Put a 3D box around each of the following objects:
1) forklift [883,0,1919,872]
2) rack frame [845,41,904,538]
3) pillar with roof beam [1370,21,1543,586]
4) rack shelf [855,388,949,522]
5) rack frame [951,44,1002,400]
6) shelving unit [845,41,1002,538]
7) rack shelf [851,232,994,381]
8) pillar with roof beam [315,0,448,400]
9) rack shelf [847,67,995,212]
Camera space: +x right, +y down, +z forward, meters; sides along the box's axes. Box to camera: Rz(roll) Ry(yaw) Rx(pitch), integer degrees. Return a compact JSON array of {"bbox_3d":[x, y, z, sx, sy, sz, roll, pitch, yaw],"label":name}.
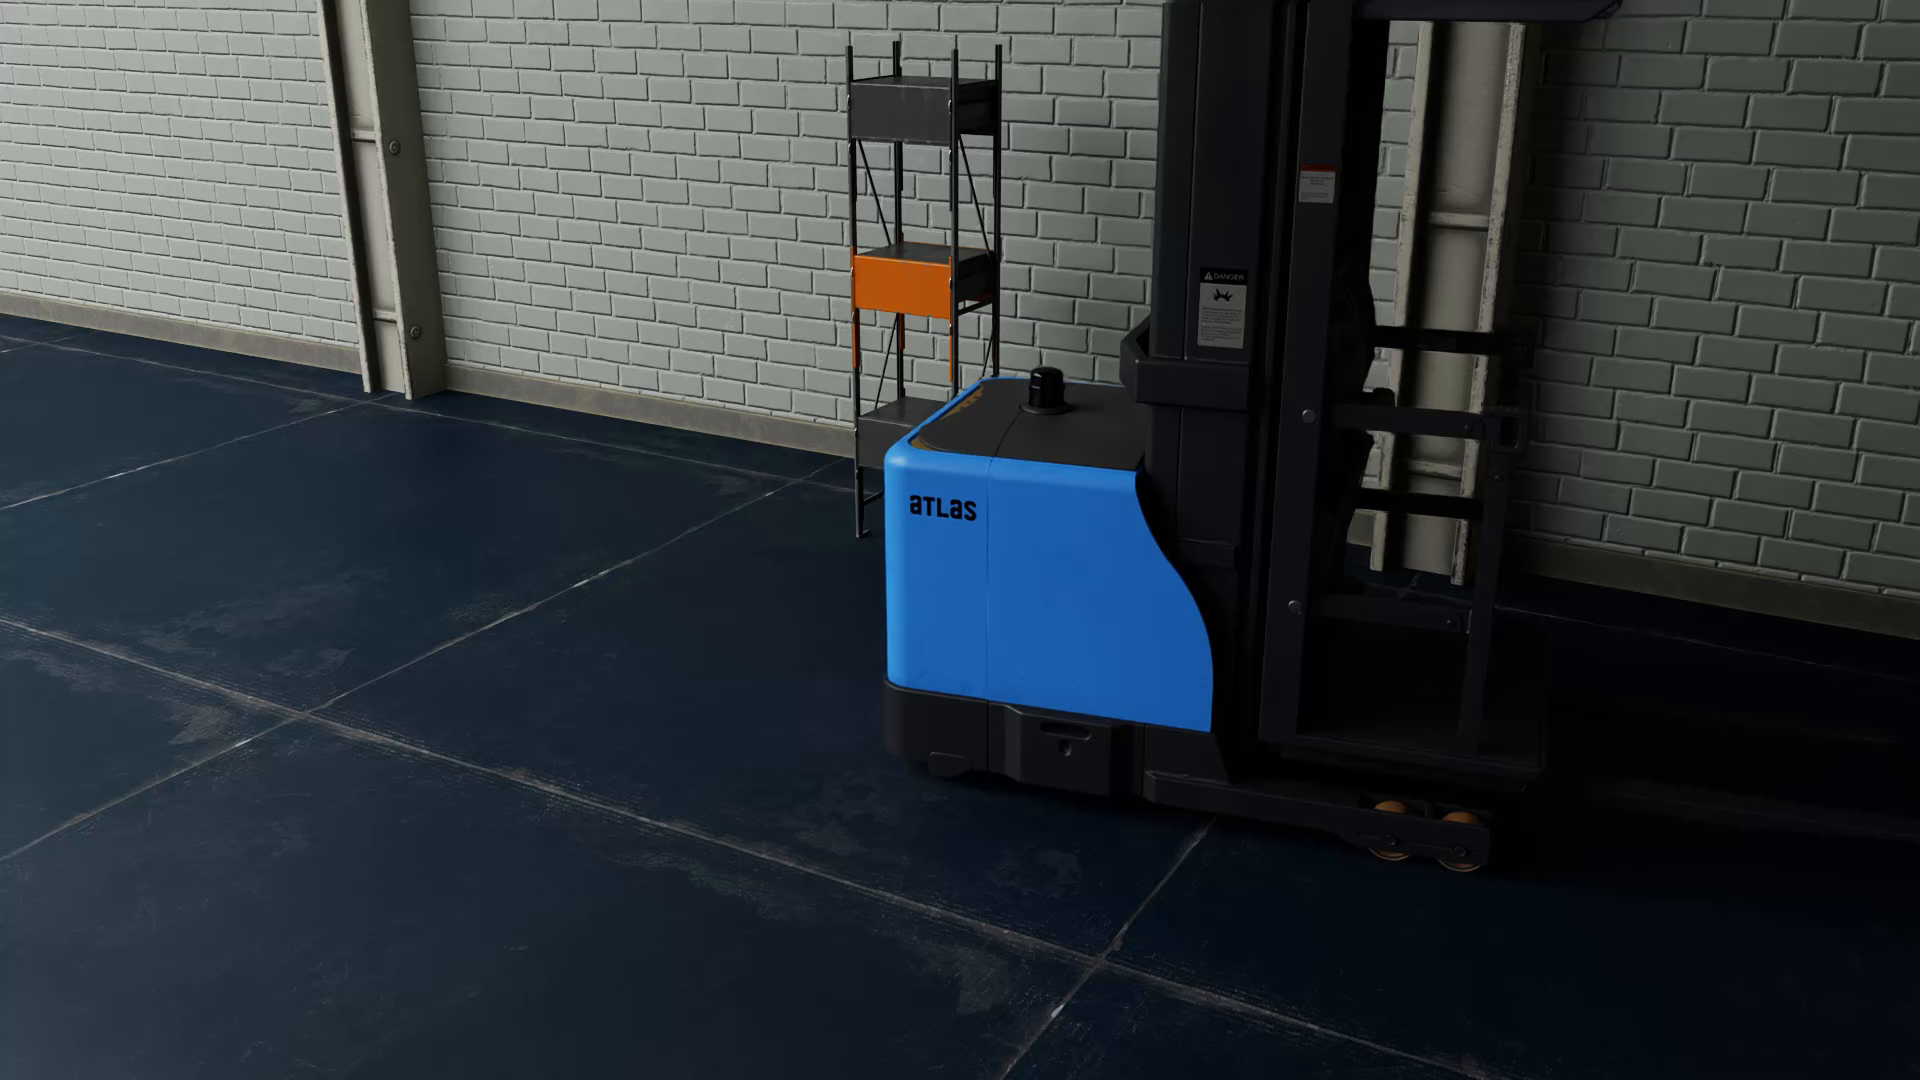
[{"bbox_3d":[1.331,-0.633,4.813,3.031,2.935,1.130,7,21,18],"label":"forklift"},{"bbox_3d":[-0.358,-1.055,7.195,0.015,2.100,0.400,11,23,27],"label":"rack frame"},{"bbox_3d":[-0.121,-2.839,1.994,0.400,9.000,9.100,11,23,27],"label":"pillar with roof beam"},{"bbox_3d":[-0.144,-0.344,7.326,0.480,0.518,0.431,11,23,27],"label":"rack shelf"},{"bbox_3d":[0.069,-0.974,6.971,0.015,2.100,0.400,11,23,27],"label":"rack frame"},{"bbox_3d":[-0.145,-1.015,7.083,0.503,2.100,0.431,11,23,27],"label":"shelving unit"},{"bbox_3d":[-0.145,-1.002,7.088,0.480,0.518,0.431,11,23,27],"label":"rack shelf"},{"bbox_3d":[-5.359,-3.836,4.745,0.400,9.000,9.100,11,23,27],"label":"pillar with roof beam"},{"bbox_3d":[-0.145,-1.660,6.849,0.480,0.518,0.431,11,23,27],"label":"rack shelf"}]
